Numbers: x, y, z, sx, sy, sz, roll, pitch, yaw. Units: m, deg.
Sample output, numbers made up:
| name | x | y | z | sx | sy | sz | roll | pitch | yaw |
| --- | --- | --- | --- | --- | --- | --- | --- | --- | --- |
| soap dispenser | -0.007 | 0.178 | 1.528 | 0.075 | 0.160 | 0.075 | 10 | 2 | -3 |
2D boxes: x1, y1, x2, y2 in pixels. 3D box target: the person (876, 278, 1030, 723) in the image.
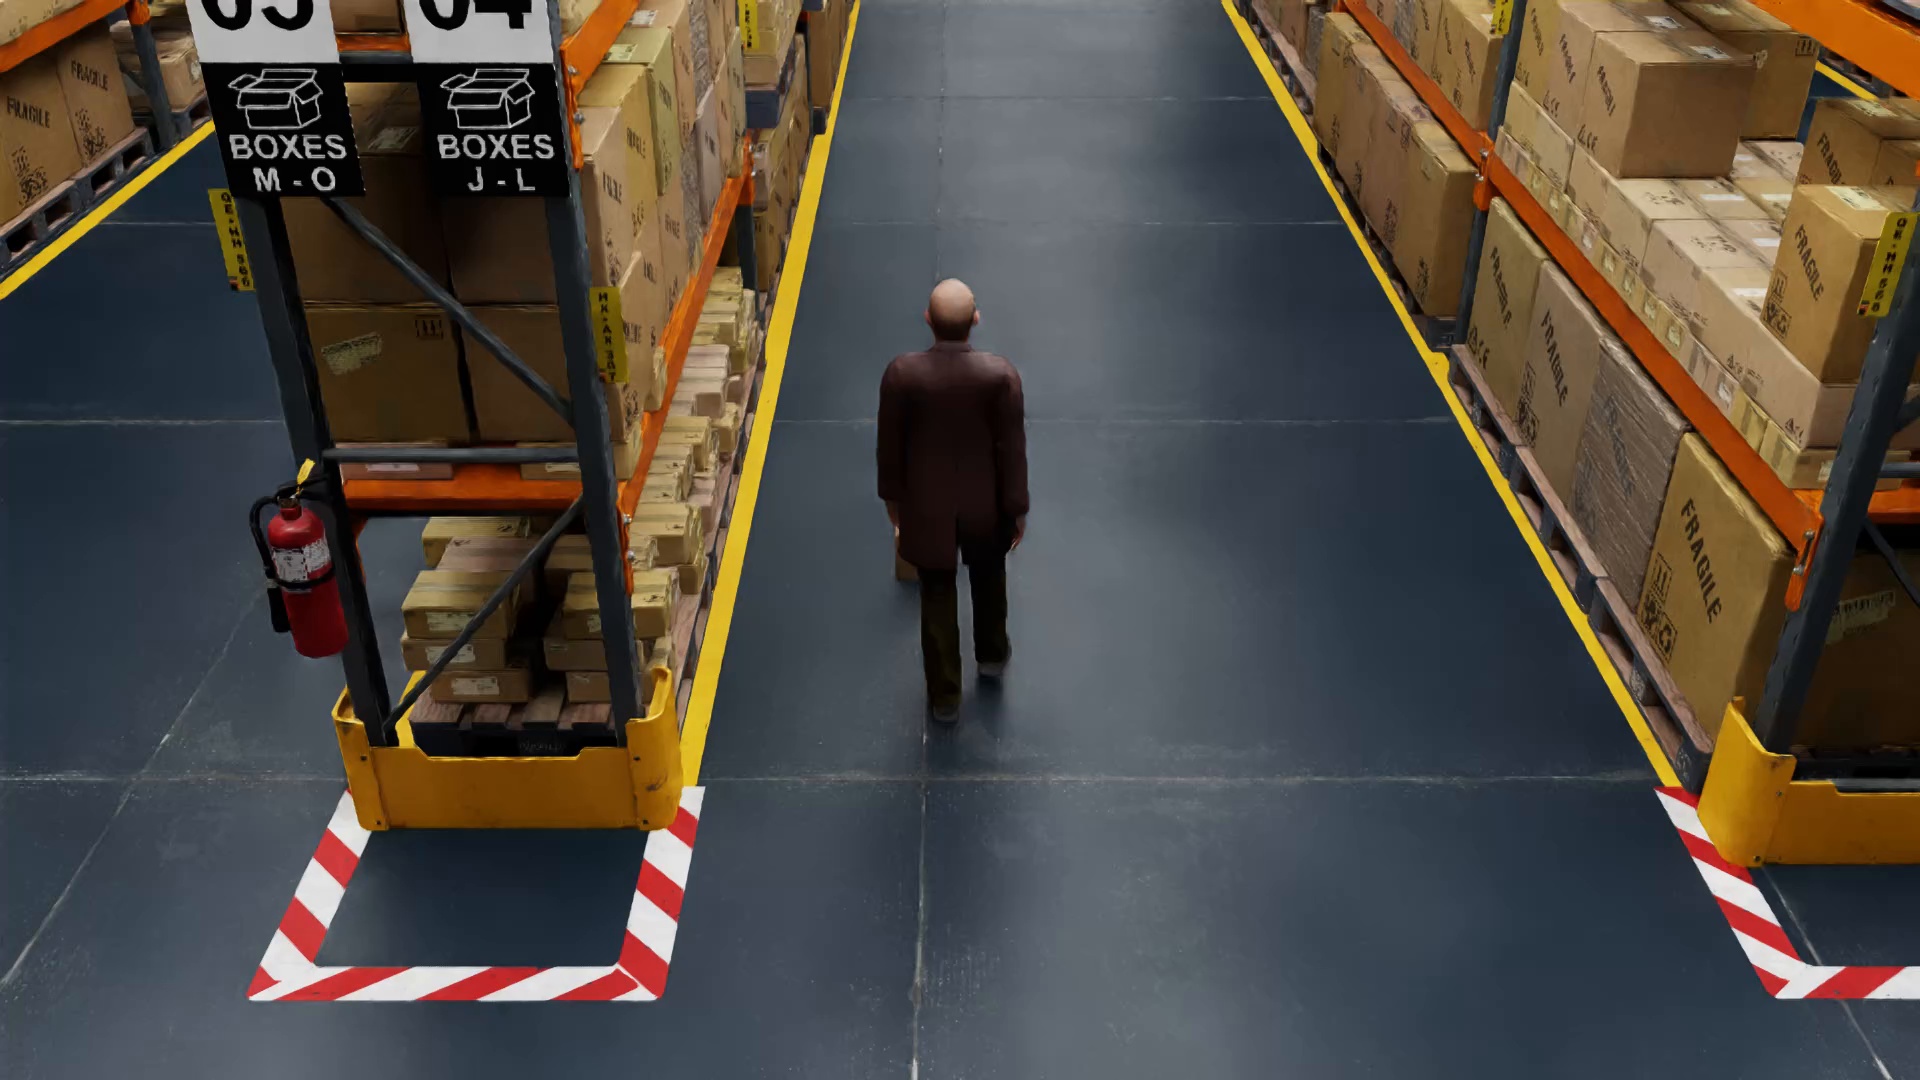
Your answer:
| name | x | y | z | sx | sy | sz | roll | pitch | yaw |
| --- | --- | --- | --- | --- | --- | --- | --- | --- | --- |
| person | -0.030 | -0.171 | 6.437 | 0.583 | 1.806 | 0.641 | -1 | 31 | -1 |
